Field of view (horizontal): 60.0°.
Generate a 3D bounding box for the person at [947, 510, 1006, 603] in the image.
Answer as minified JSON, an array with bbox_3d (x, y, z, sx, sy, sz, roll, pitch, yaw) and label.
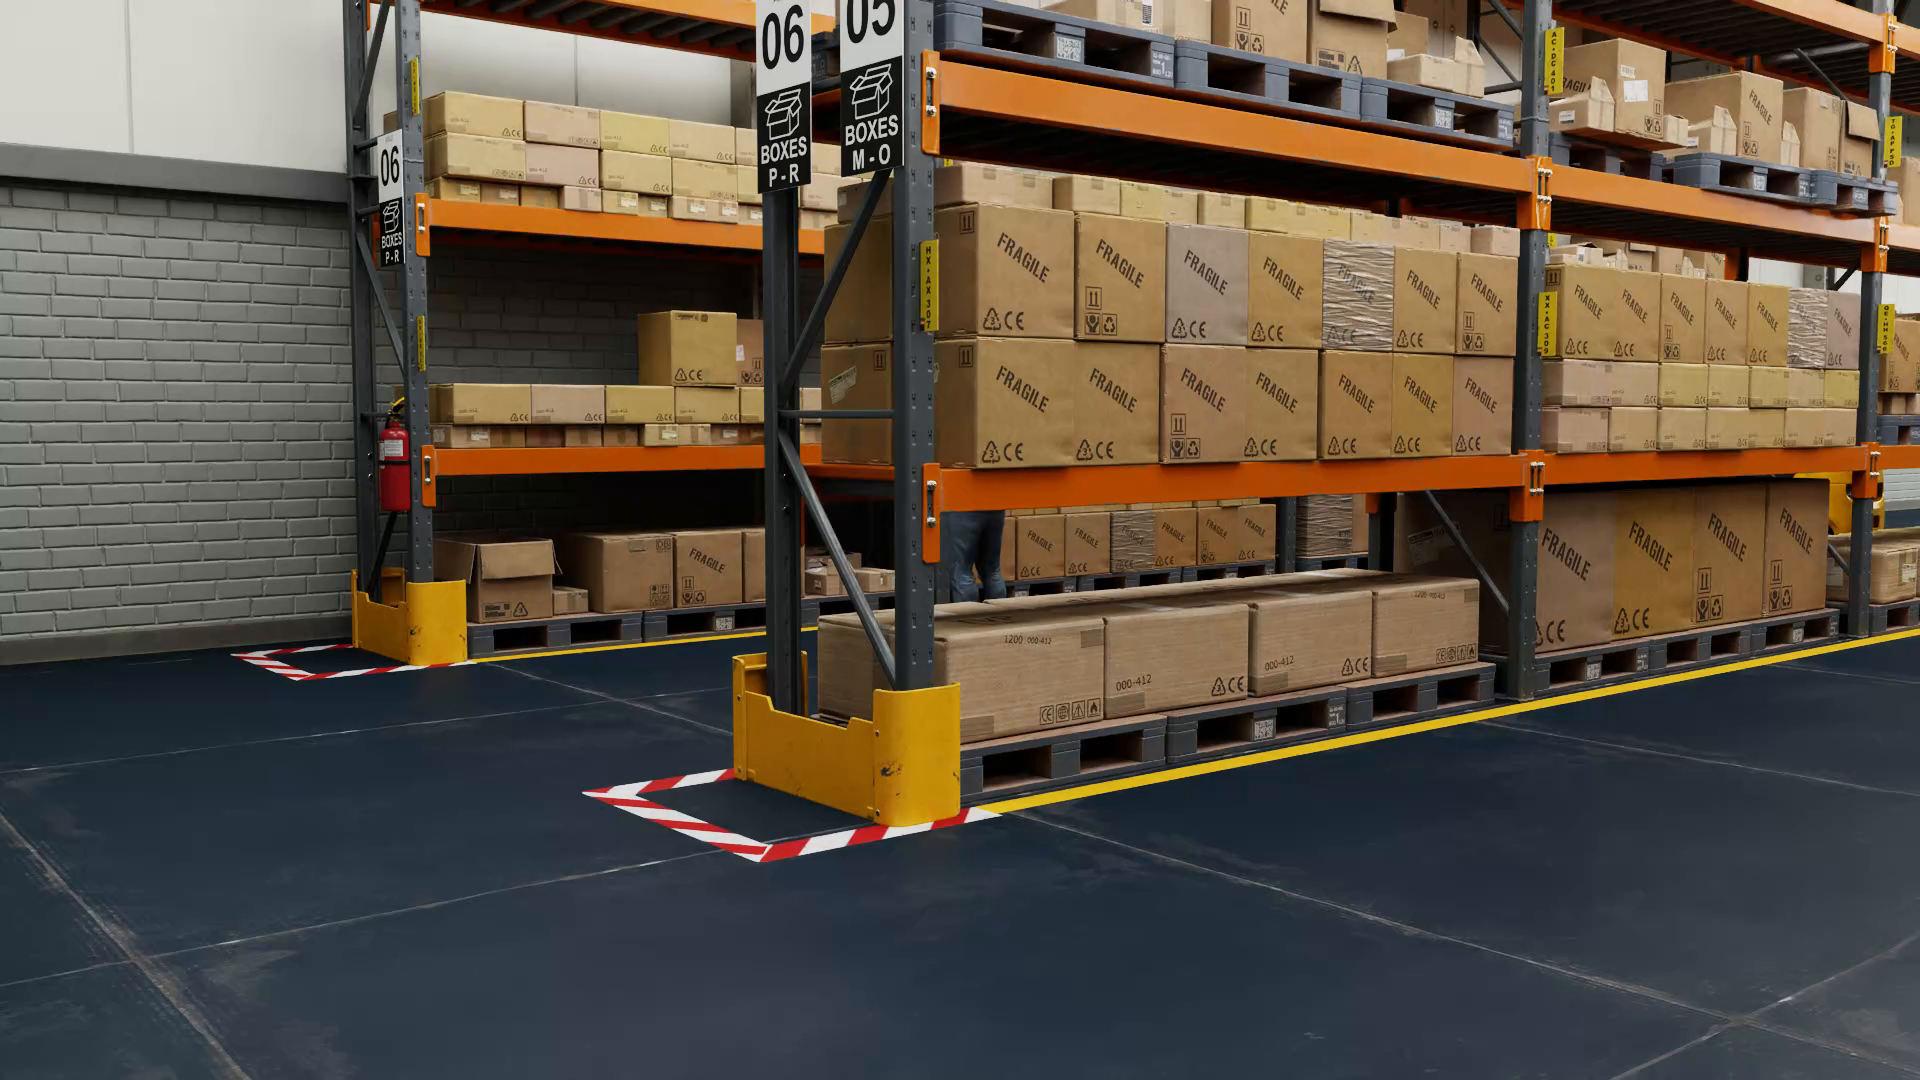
[{"bbox_3d":[0.049,-0.184,10.851,0.502,1.761,0.587,-3,5,-39],"label":"person"}]
